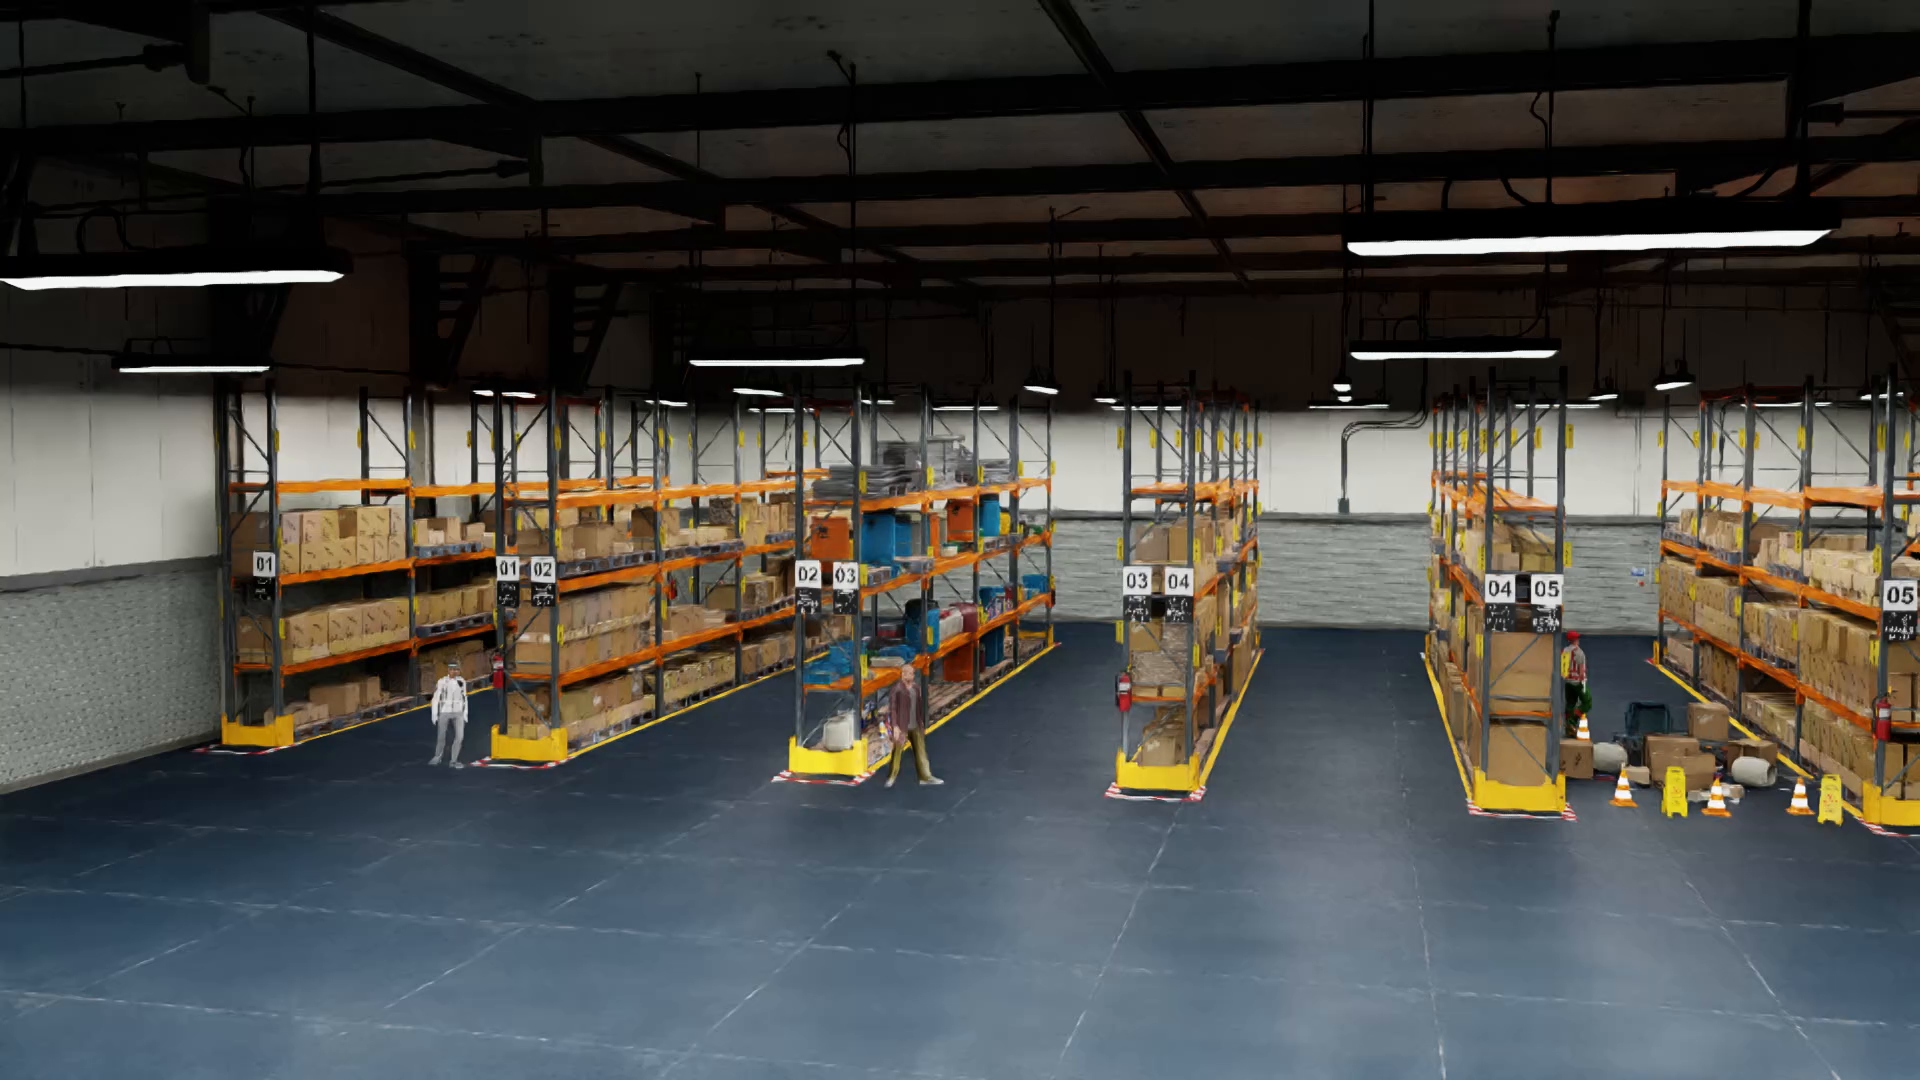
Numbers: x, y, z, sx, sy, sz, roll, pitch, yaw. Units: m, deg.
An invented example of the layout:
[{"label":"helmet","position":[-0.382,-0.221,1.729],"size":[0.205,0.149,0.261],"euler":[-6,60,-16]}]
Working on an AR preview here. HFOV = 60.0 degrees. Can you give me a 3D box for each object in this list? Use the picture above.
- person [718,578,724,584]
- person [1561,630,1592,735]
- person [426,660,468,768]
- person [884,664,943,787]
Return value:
[{"label":"person","position":[-5.791,1.742,40.481],"size":[0.682,1.676,0.531],"euler":[1,3,11]},{"label":"person","position":[10.406,2.419,28.198],"size":[0.443,1.777,0.594],"euler":[-1,4,-17]},{"label":"person","position":[-7.871,2.657,25.506],"size":[0.611,1.653,0.491],"euler":[-2,4,-24]},{"label":"person","position":[-0.720,2.662,23.945],"size":[0.778,1.765,0.613],"euler":[-3,4,-38]}]
